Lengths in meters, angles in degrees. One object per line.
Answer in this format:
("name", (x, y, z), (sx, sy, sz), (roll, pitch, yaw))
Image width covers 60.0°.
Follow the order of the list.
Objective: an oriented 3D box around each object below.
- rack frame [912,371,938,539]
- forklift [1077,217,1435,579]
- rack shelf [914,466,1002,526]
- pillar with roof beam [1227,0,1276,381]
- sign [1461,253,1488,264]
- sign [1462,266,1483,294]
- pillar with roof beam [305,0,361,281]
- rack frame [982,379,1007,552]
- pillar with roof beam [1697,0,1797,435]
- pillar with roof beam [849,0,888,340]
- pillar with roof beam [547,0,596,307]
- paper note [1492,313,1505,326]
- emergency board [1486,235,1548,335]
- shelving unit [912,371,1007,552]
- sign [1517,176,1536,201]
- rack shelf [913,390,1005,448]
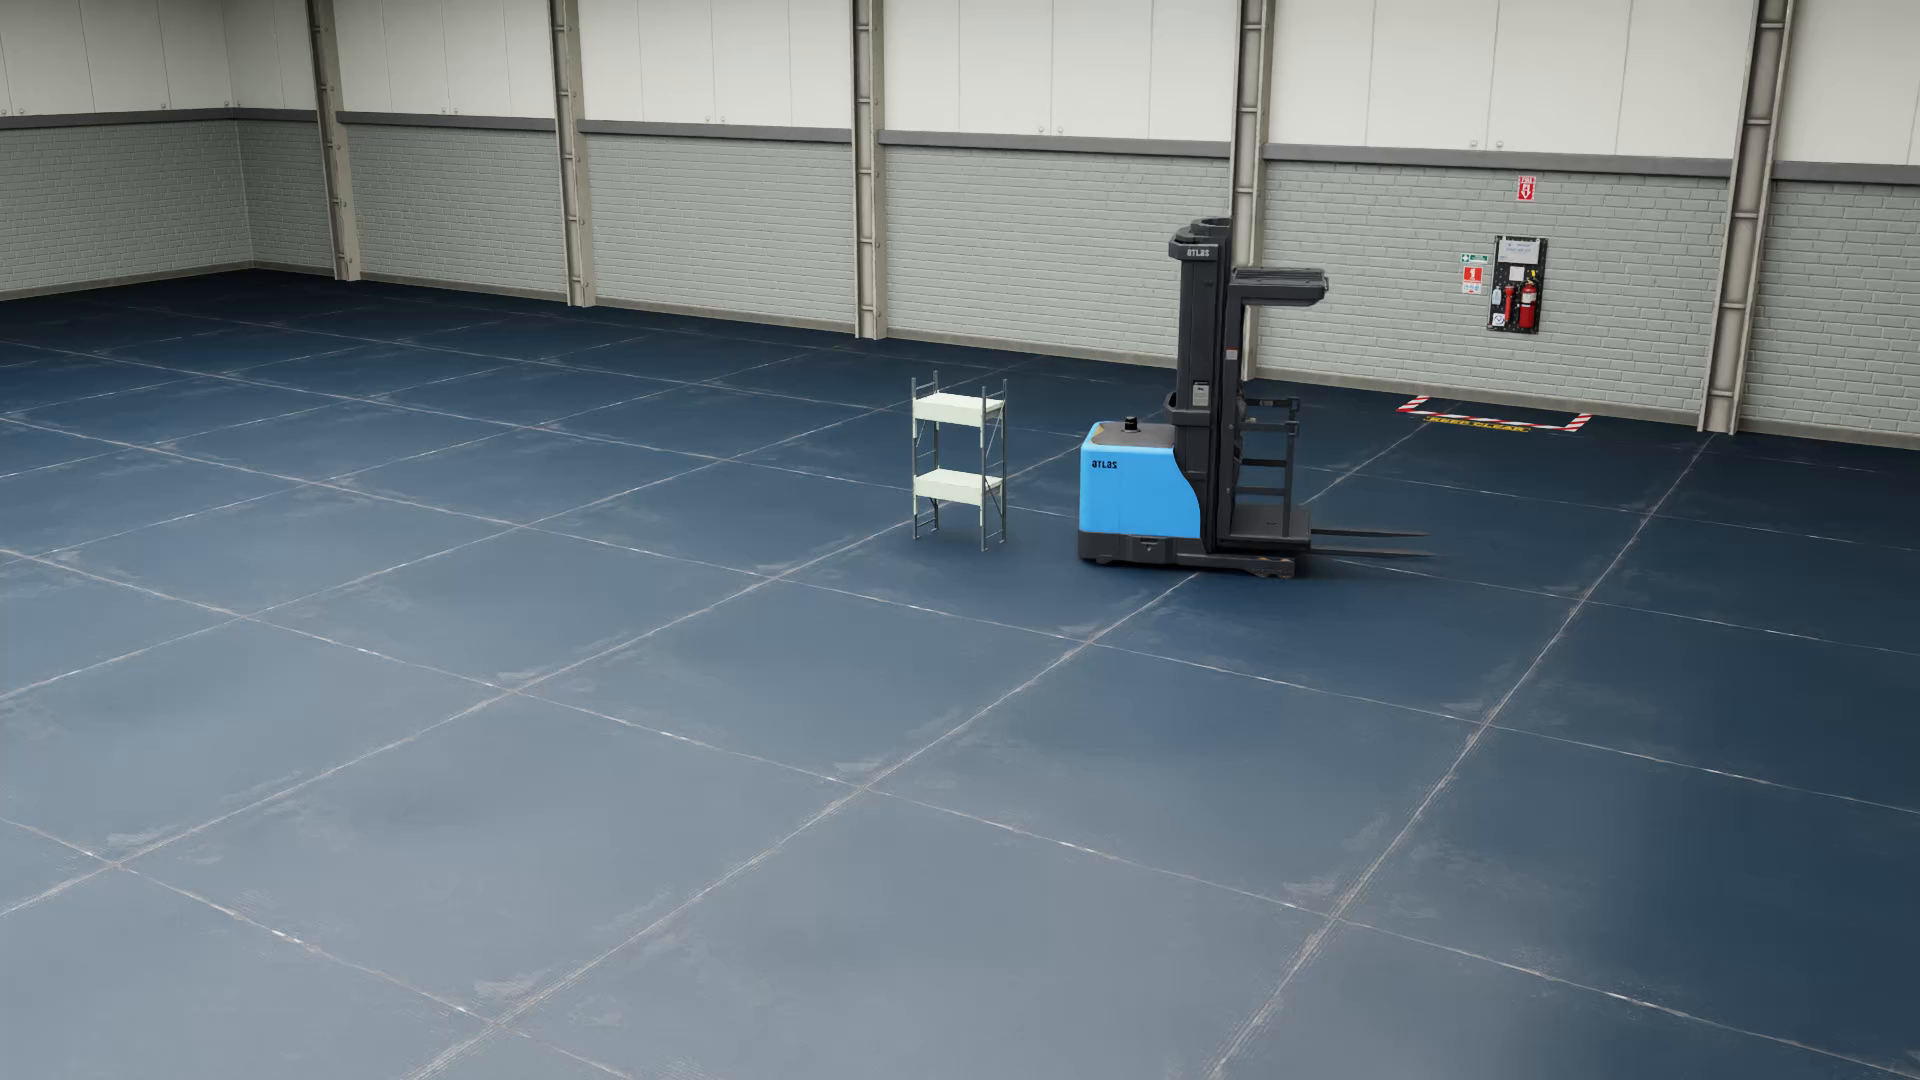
("rack frame", (-0.318, -0.774, 15.219), (0.023, 1.500, 0.400), (10, 20, 30))
("forklift", (2.597, -1.242, 14.295), (3.031, 2.935, 1.130), (3, 17, 11))
("rack shelf", (-0.006, -0.407, 15.130), (0.720, 0.370, 0.431), (10, 20, 30))
("pillar with roof beam", (1.504, -5.435, 17.661), (0.400, 9.000, 9.100), (10, 20, 30))
("sign", (6.366, -3.481, 20.576), (0.331, 0.109, 0.001), (10, 20, 30))
("sign", (6.366, -3.230, 20.662), (0.234, 0.329, 0.001), (10, 20, 30))
("pillar with roof beam", (-13.835, -8.173, 26.674), (0.400, 9.000, 9.100), (10, 20, 30))
("rack frame", (0.306, -0.663, 14.852), (0.023, 1.500, 0.400), (10, 20, 30))
("pillar with roof beam", (6.616, -4.523, 14.656), (0.400, 9.000, 9.100), (10, 20, 30))
("pillar with roof beam", (-3.609, -6.348, 20.665), (0.400, 9.000, 9.100), (10, 20, 30))
("pillar with roof beam", (-8.722, -7.261, 23.670), (0.400, 9.000, 9.100), (10, 20, 30))
("paper note", (6.669, -2.726, 20.580), (0.142, 0.148, 0.016), (10, 20, 30))
("emergency board", (6.784, -3.104, 20.307), (0.643, 1.169, 0.194), (10, 20, 30))
("shelving unit", (-0.006, -0.719, 15.035), (0.755, 1.500, 0.431), (10, 20, 30))
("sign", (6.829, -4.239, 20.055), (0.199, 0.298, 0.001), (10, 20, 30))
("rack shelf", (-0.006, -1.092, 14.922), (0.720, 0.370, 0.431), (10, 20, 30))
